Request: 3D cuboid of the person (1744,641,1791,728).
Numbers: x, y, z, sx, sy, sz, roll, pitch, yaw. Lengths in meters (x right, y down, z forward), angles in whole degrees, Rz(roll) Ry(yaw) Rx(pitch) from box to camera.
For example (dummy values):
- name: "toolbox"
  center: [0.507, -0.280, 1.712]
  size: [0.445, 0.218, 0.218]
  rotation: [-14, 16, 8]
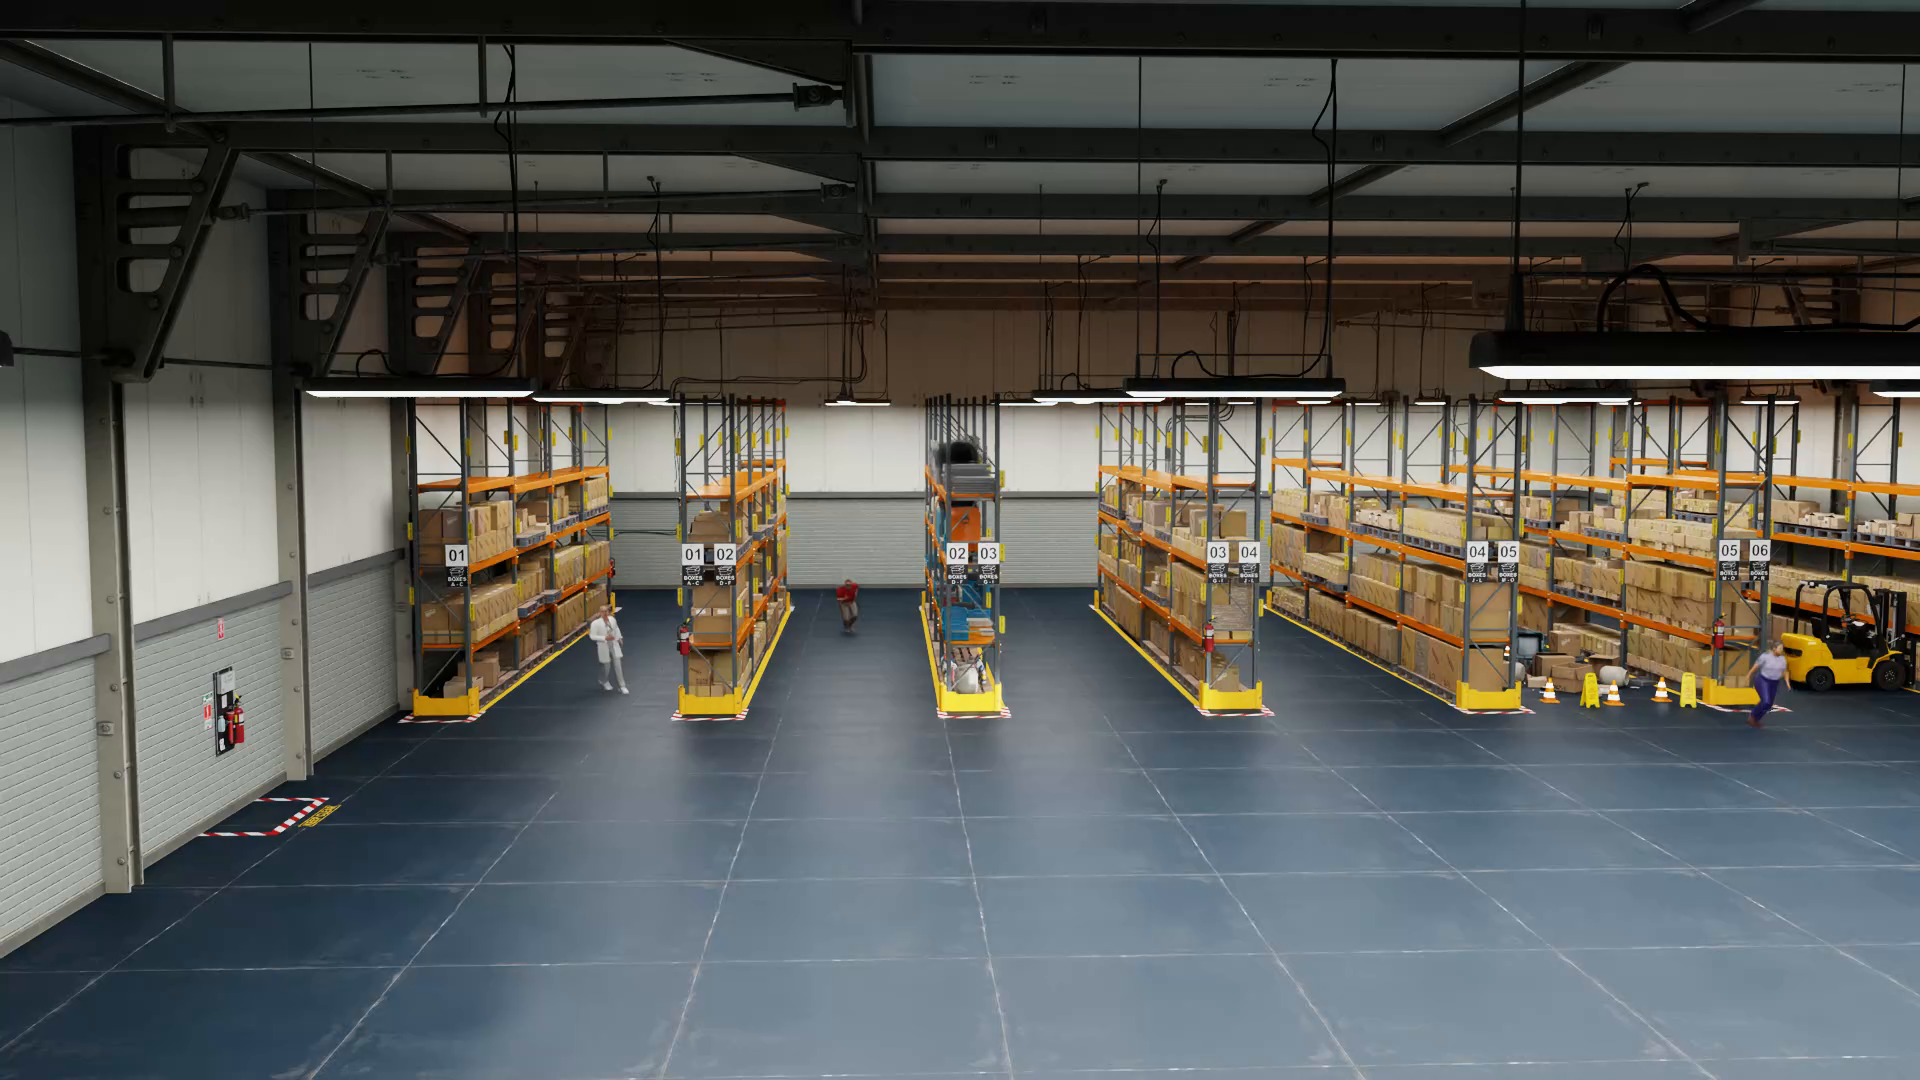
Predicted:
- name: "person"
  center: [14.459, 2.583, 29.744]
  size: [0.621, 1.597, 0.660]
  rotation: [-1, 5, -14]

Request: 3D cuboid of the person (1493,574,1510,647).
- name: "person"
  center: [12.902, 1.693, 39.797]
  size: [0.632, 1.727, 0.993]
  rotation: [-1, 5, -14]

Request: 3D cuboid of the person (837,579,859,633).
- name: "person"
  center: [-2.838, 1.674, 42.191]
  size: [0.668, 1.446, 1.024]
  rotation: [-1, 5, -18]

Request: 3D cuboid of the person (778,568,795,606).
- name: "person"
  center: [-5.227, 1.069, 48.274]
  size: [0.877, 1.696, 0.636]
  rotation: [0, 5, 2]

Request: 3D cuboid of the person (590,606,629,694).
- name: "person"
  center: [-7.088, 2.183, 33.329]
  size: [0.723, 1.748, 1.027]
  rotation: [-3, 6, -37]
